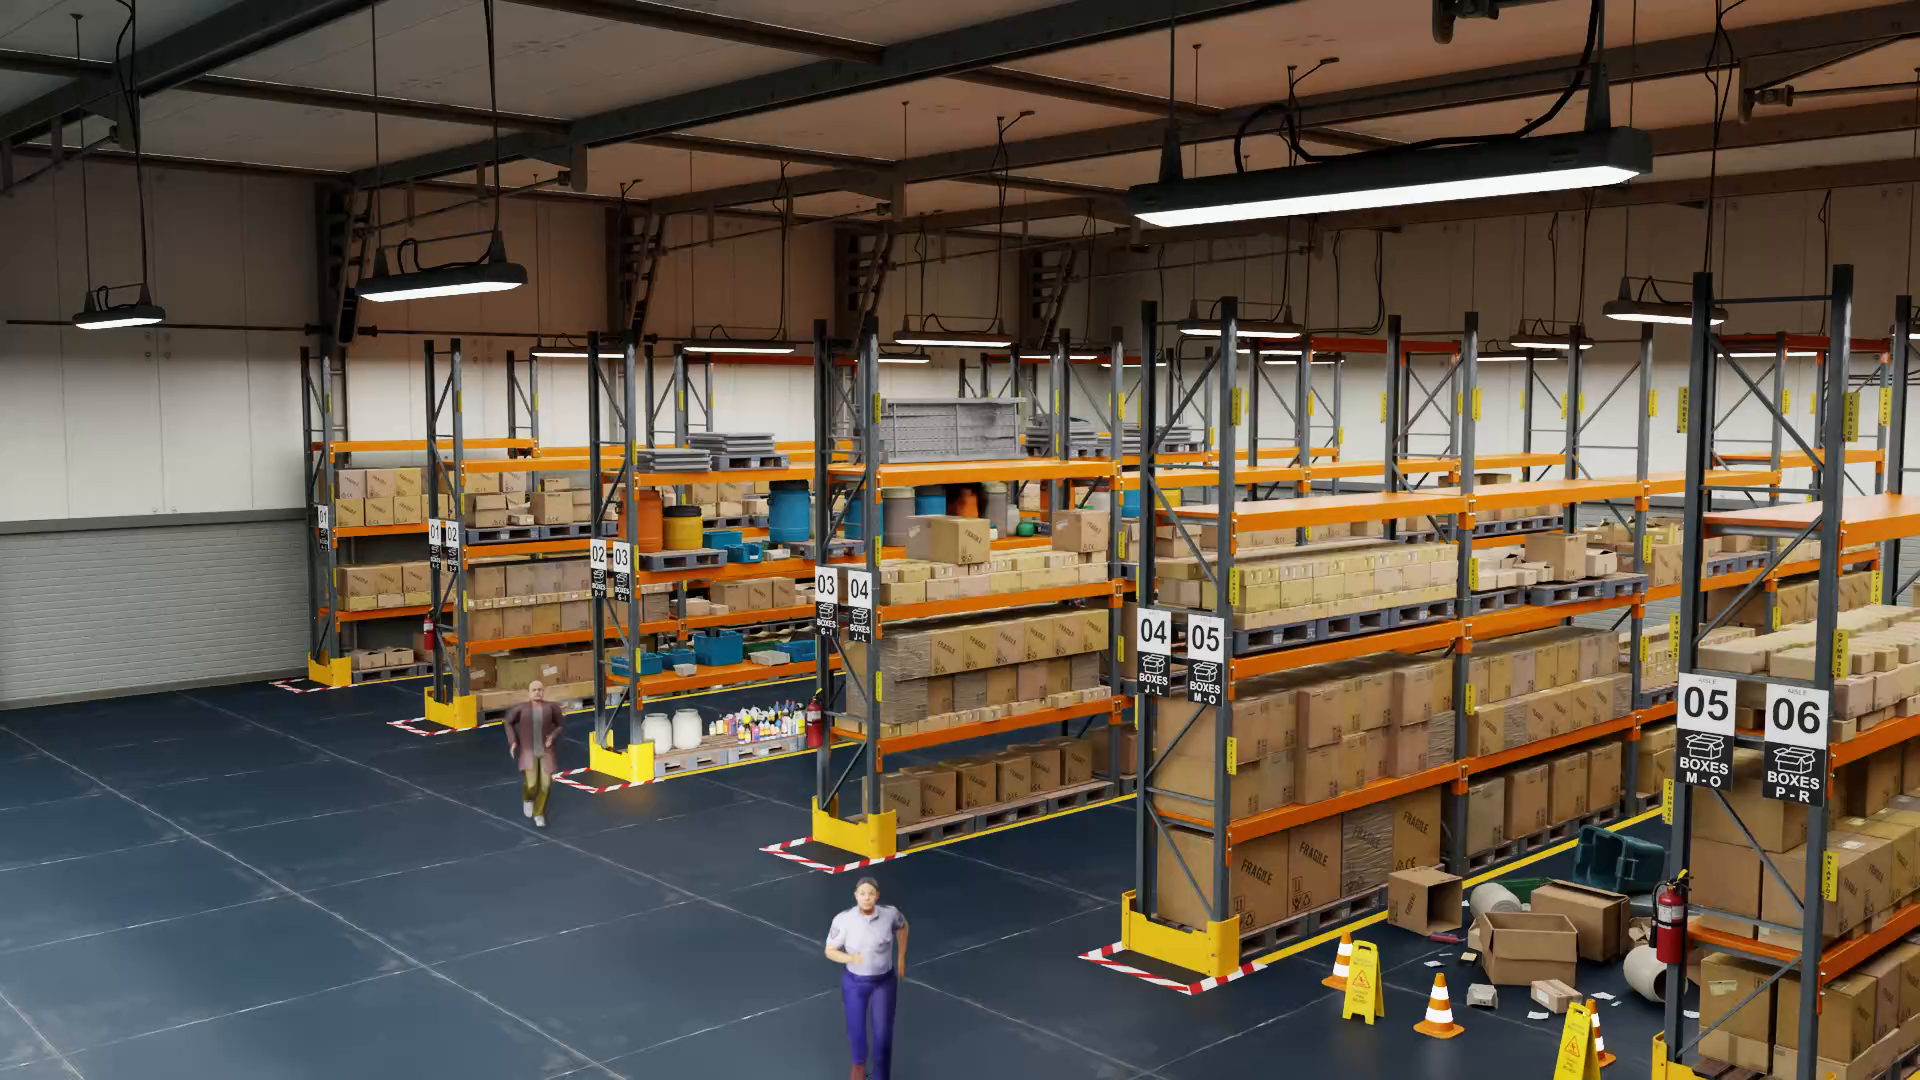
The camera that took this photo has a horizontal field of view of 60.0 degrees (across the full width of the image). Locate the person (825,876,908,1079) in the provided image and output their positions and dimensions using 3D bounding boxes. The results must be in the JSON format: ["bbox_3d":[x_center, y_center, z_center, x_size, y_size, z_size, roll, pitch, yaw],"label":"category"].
[{"bbox_3d":[-0.678,3.283,12.128,0.595,1.720,0.795,0,5,-1],"label":"person"}]

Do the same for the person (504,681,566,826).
[{"bbox_3d":[-5.051,2.554,19.857,0.701,1.738,0.625,-2,5,-21],"label":"person"}]
